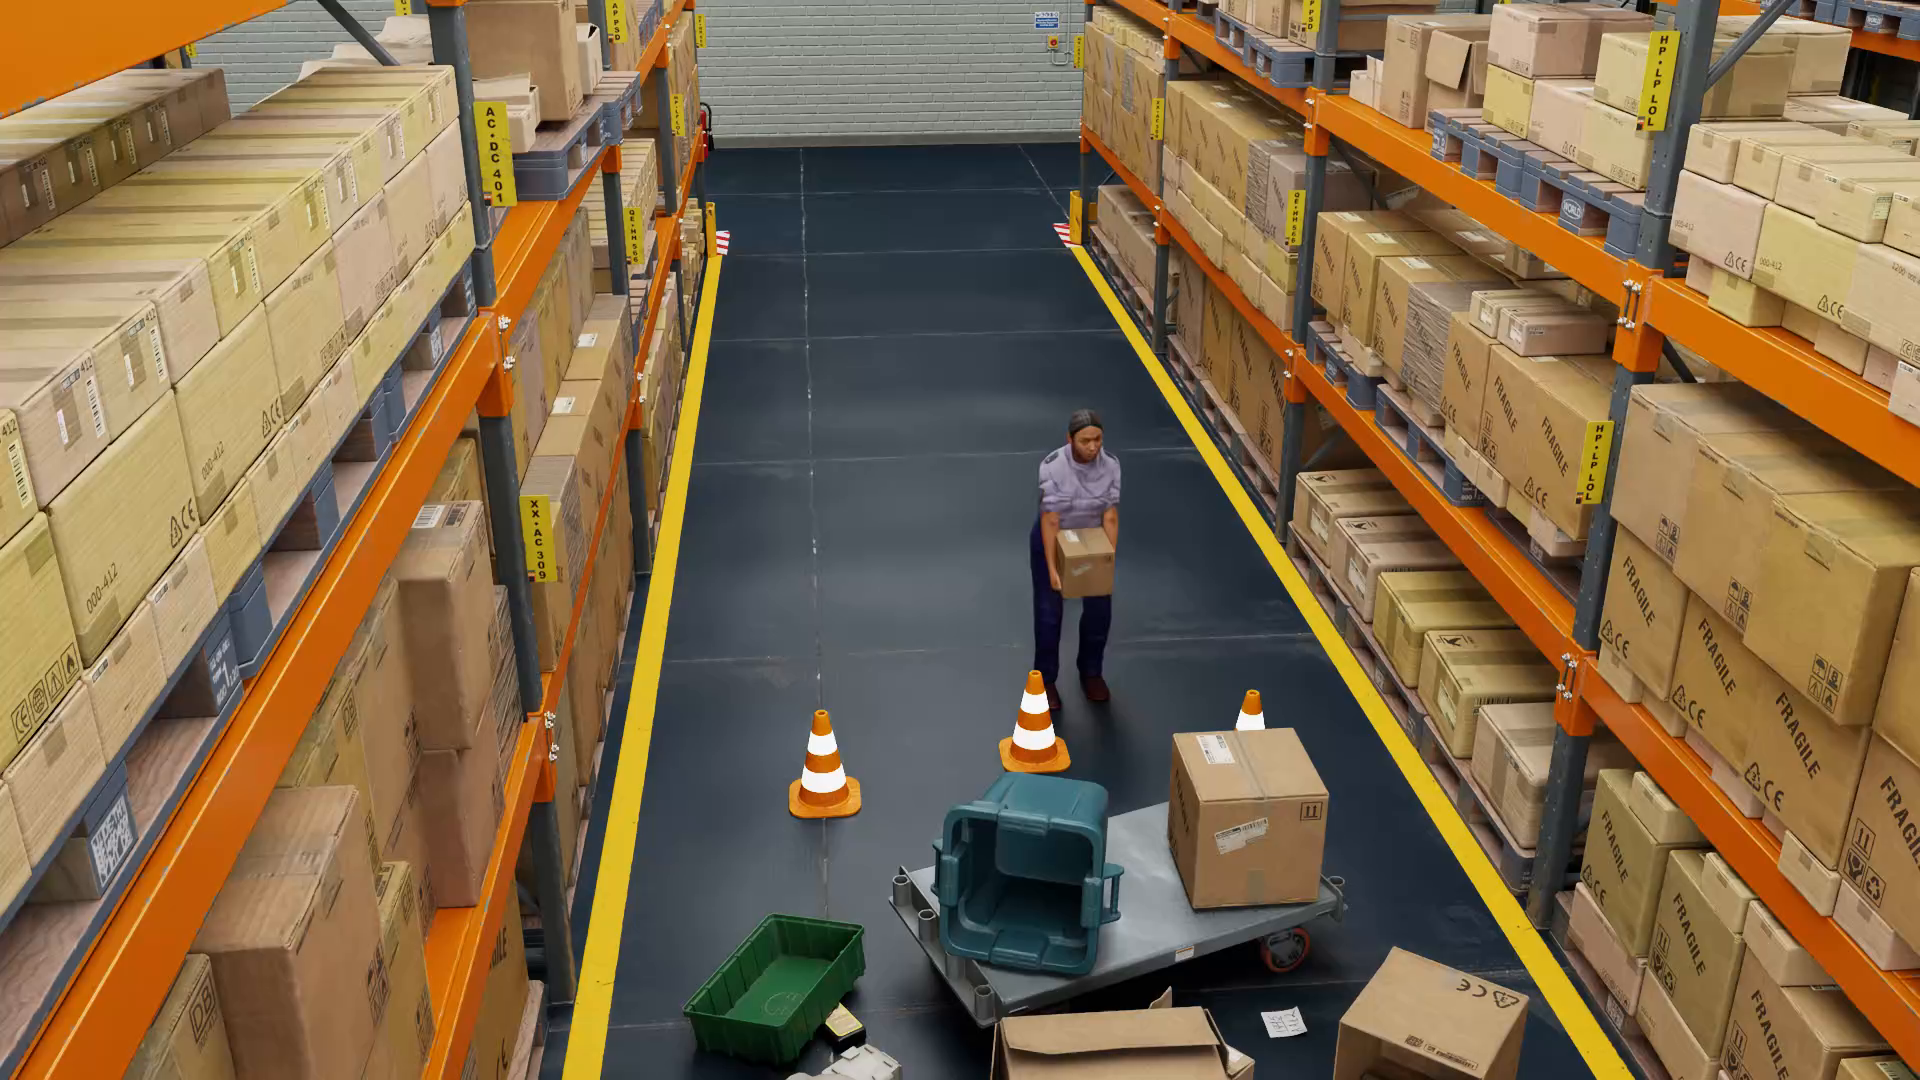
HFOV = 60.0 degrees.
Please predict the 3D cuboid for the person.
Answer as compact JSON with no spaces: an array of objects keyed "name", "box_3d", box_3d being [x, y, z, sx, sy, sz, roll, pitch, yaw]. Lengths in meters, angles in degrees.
[{"name":"person","box_3d":[0.593,0.088,8.460,0.431,1.625,0.559,-4,24,-10]}]
